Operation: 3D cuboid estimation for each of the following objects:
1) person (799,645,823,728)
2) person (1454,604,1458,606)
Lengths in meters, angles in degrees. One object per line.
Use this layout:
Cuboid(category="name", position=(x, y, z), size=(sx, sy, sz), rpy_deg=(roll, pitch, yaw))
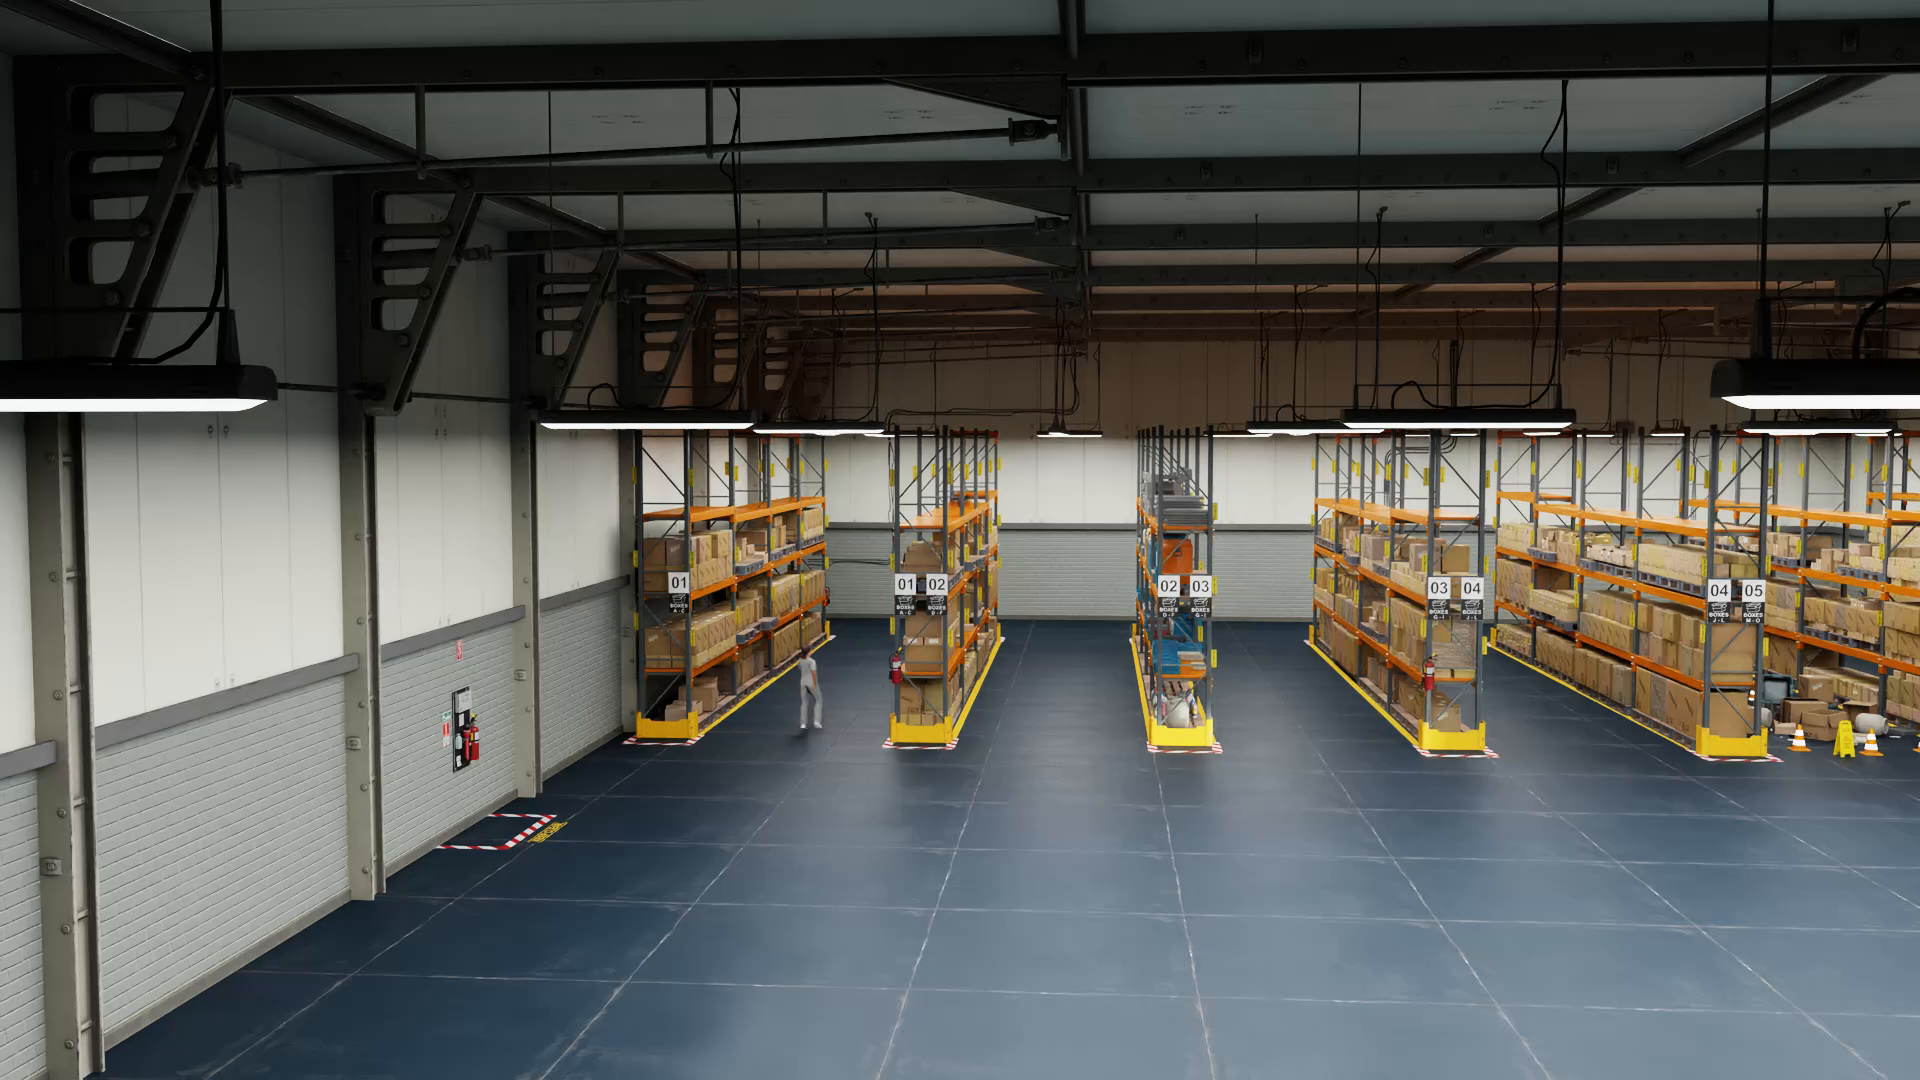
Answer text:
Cuboid(category="person", position=(-2.986, 2.926, 32.985), size=(0.452, 1.725, 0.565), rpy_deg=(2, 4, 28))
Cuboid(category="person", position=(14.028, 2.035, 47.732), size=(0.554, 1.660, 0.426), rpy_deg=(0, 3, 6))
